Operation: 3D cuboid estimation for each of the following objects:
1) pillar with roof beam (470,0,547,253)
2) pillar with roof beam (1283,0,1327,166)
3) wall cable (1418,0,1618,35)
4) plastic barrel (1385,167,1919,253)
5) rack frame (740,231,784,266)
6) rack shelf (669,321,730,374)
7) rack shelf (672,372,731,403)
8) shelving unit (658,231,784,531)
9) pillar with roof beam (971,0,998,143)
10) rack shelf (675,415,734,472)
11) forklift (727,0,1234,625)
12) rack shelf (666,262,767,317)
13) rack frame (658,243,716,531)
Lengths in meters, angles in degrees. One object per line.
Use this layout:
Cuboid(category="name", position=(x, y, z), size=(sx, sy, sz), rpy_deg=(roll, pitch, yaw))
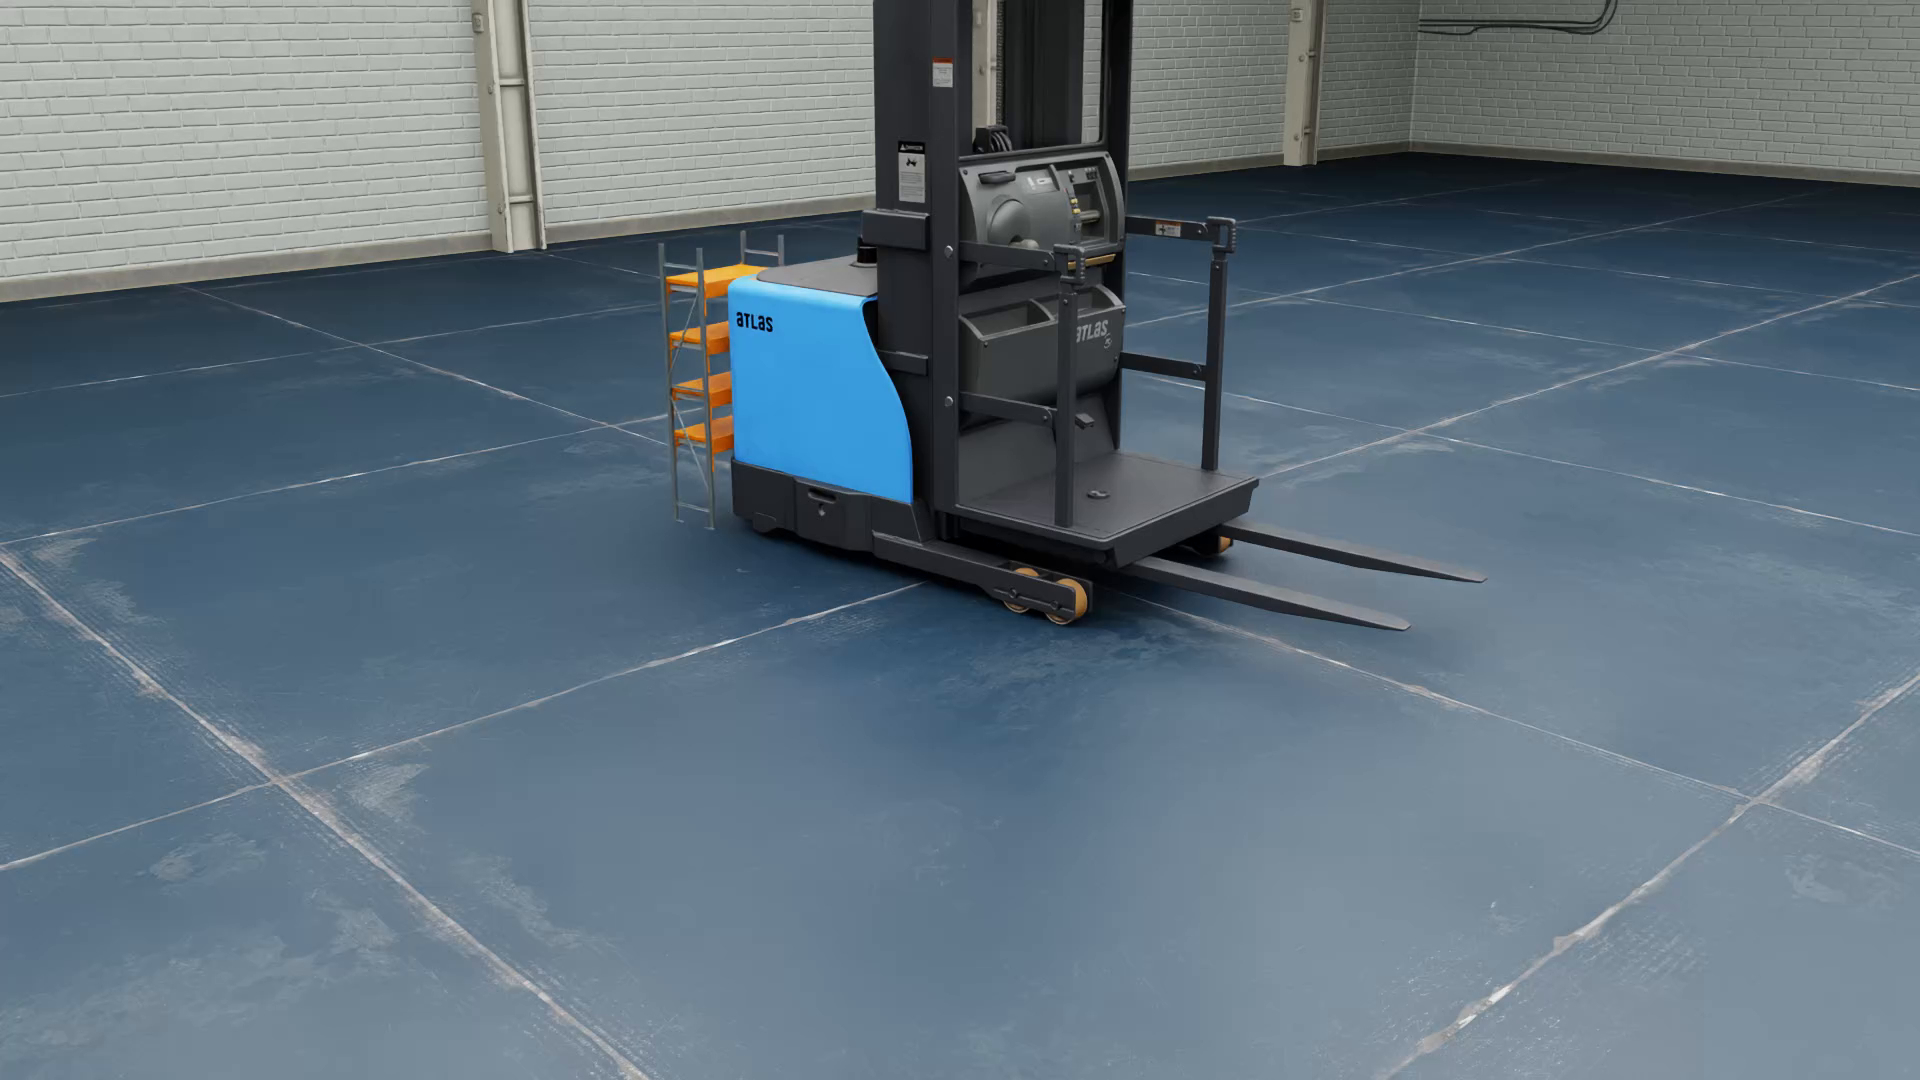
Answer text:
Cuboid(category="pillar with roof beam", position=(-1.066, -5.974, 10.821), size=(0.400, 9.000, 9.100), rpy_deg=(-16, 24, -41))
Cuboid(category="pillar with roof beam", position=(7.653, -8.517, 18.663), size=(0.400, 9.000, 9.100), rpy_deg=(-16, 24, -41))
Cuboid(category="wall cable", position=(7.745, -8.333, 23.129), size=(0.112, 2.526, 3.097), rpy_deg=(-16, 24, -41))
Cuboid(category="plastic barrel", position=(1.336, -0.769, 3.357), size=(38.471, 3.701, 17.930), rpy_deg=(-16, 24, -41))
Cuboid(category="rack frame", position=(-0.856, -0.754, 7.365), size=(0.240, 1.200, 0.015), rpy_deg=(13, 22, 34))
Cuboid(category="rack shelf", position=(-1.001, -0.842, 7.130), size=(0.258, 0.148, 0.480), rpy_deg=(13, 22, 34))
Cuboid(category="rack shelf", position=(-1.001, -0.667, 7.186), size=(0.221, 0.050, 0.457), rpy_deg=(13, 22, 34))
Cuboid(category="shelving unit", position=(-1.001, -0.693, 7.178), size=(0.258, 1.200, 0.503), rpy_deg=(13, 22, 34))
Cuboid(category="pillar with roof beam", position=(3.294, -7.246, 14.742), size=(0.400, 9.000, 9.100), rpy_deg=(-16, 24, -41))
Cuboid(category="rack shelf", position=(-1.001, -0.441, 7.260), size=(0.258, 0.148, 0.480), rpy_deg=(13, 22, 34))
Cuboid(category="forklift", position=(0.064, -1.348, 6.492), size=(1.939, 2.867, 1.129), rpy_deg=(14, 23, 37))
Cuboid(category="rack shelf", position=(-1.001, -1.067, 7.057), size=(0.258, 0.148, 0.480), rpy_deg=(13, 22, 34))
Cuboid(category="rack frame", position=(-1.145, -0.633, 6.991), size=(0.240, 1.200, 0.015), rpy_deg=(13, 22, 34))
